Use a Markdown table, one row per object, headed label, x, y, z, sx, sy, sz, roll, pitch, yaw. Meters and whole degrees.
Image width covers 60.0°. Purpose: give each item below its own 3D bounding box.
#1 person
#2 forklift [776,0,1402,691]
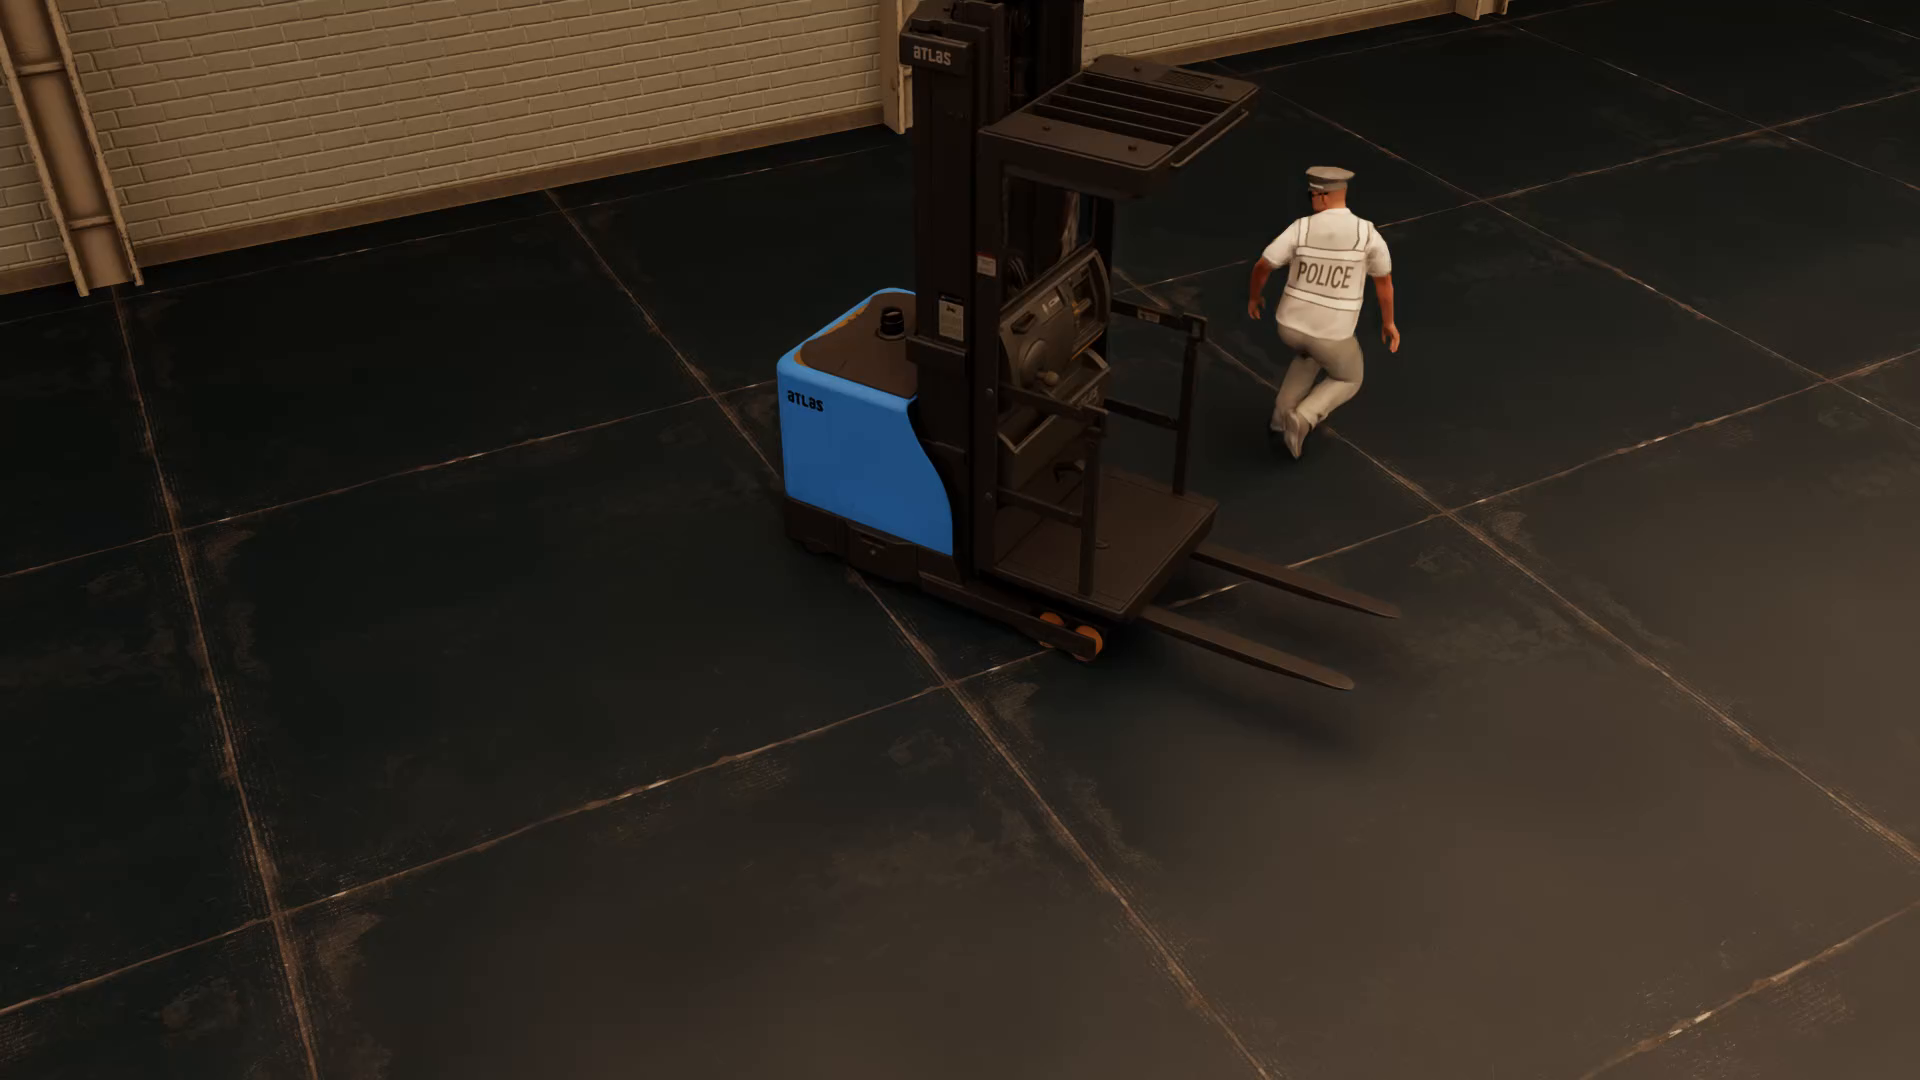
| label | x | y | z | sx | sy | sz | roll | pitch | yaw |
| --- | --- | --- | --- | --- | --- | --- | --- | --- | --- |
| person | 1.950 | -1.218 | 9.081 | 0.831 | 1.546 | 0.650 | 20 | 40 | 26 |
| forklift | 0.615 | -0.976 | 7.504 | 3.031 | 2.935 | 1.130 | 20 | 40 | 26 |
